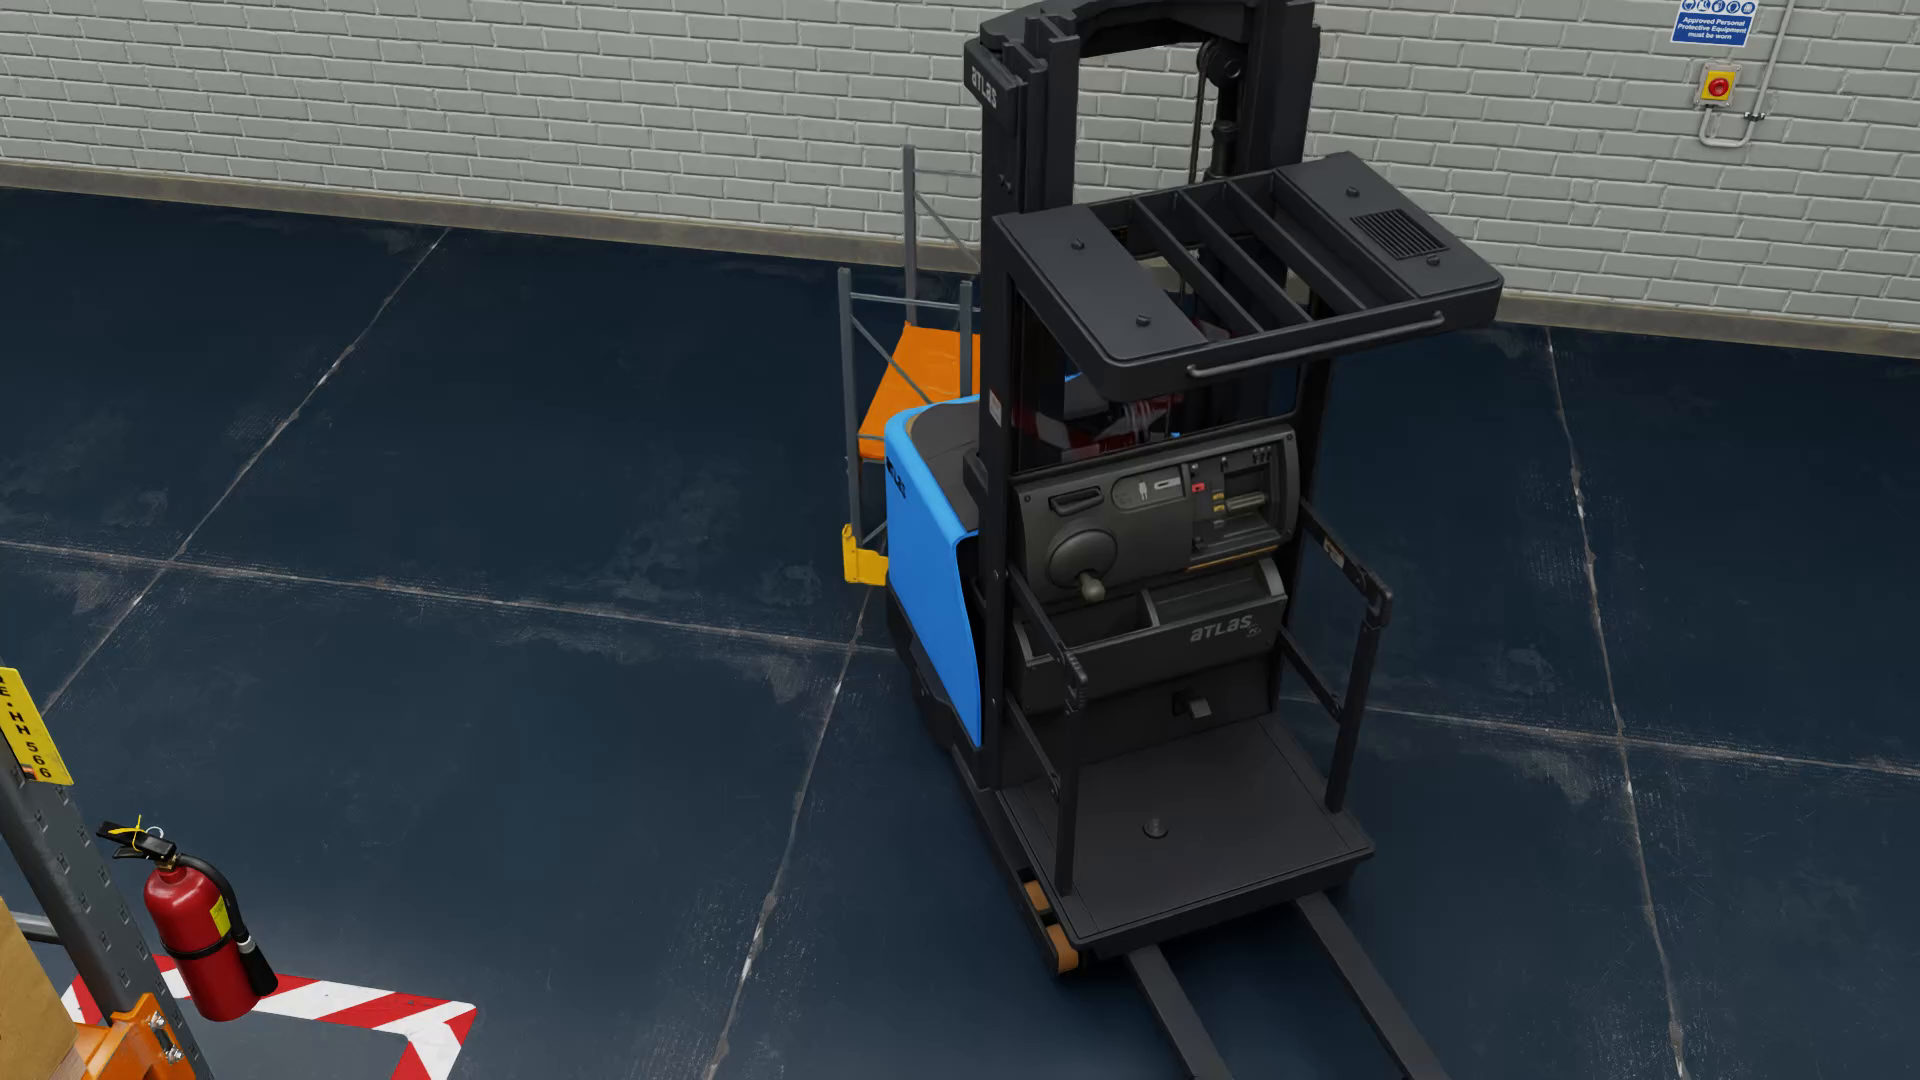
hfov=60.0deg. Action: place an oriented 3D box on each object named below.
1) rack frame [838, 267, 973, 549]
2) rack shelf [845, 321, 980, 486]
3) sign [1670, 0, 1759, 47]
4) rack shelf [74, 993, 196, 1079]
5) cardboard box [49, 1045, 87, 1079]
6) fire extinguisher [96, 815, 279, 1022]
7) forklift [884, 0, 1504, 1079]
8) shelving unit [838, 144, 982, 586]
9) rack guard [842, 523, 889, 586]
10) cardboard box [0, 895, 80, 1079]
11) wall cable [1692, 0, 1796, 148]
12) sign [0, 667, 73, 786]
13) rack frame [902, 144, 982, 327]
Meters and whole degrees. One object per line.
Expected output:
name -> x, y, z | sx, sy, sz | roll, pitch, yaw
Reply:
rack frame -> -0.201, -0.382, 6.534 | 0.500, 1.500, 0.032 | 8, 40, 9
rack shelf -> -0.095, -0.560, 7.032 | 0.538, 0.185, 1.000 | 8, 40, 9
sign -> 3.409, -2.344, 7.519 | 0.327, 0.218, 0.001 | 6, 40, 8
rack shelf -> -2.746, 2.395, 2.563 | 1.077, 0.370, 4.000 | 6, 40, 8
cardboard box -> -2.178, 1.196, 3.647 | 0.380, 0.149, 0.250 | 6, 40, 8
fire extinguisher -> -1.901, 0.929, 4.125 | 0.296, 0.674, 0.183 | 6, 40, 8
forklift -> 0.697, 0.000, 4.949 | 1.130, 2.935, 3.031 | -13, 41, -16
shelving unit -> -0.093, -0.704, 6.925 | 0.587, 1.500, 1.083 | 8, 40, 9
rack guard -> -0.197, 0.088, 6.947 | 0.587, 0.250, 0.087 | 8, 40, 9
cardboard box -> -2.224, 1.020, 3.350 | 0.500, 0.500, 0.500 | 7, 40, 9
wall cable -> 3.446, -2.600, 7.218 | 0.585, 1.953, 0.123 | 6, 40, 8
sign -> -1.856, 0.369, 3.293 | 0.100, 0.325, 0.005 | 6, 40, 8
rack frame -> 0.010, -1.015, 7.301 | 0.500, 1.500, 0.032 | 8, 40, 9
